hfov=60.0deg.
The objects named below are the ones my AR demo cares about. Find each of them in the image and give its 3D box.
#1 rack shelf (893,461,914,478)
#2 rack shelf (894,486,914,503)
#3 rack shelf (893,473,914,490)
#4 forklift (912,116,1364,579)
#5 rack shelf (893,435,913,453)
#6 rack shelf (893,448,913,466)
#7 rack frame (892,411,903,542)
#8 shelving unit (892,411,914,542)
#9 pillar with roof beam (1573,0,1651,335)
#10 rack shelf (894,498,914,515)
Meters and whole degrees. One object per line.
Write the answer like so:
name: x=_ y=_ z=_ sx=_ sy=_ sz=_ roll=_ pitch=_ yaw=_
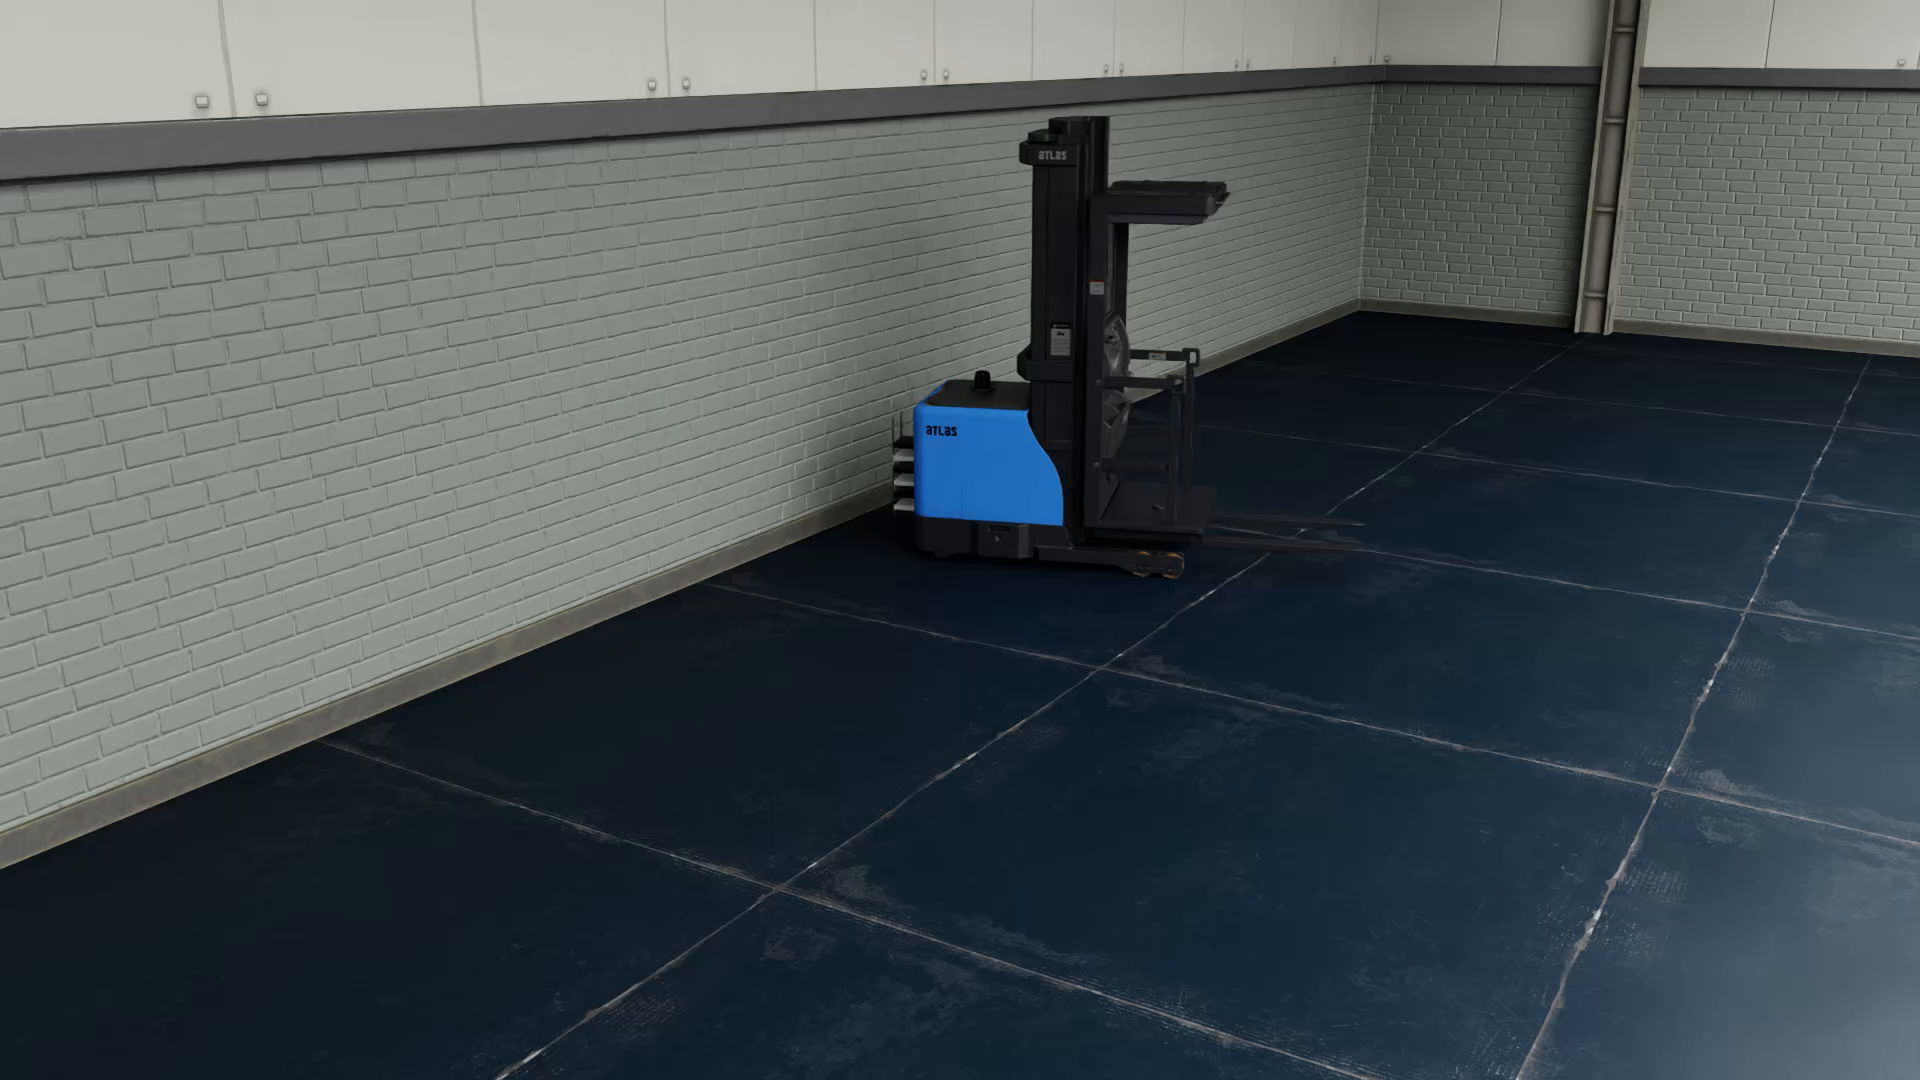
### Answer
rack shelf: x=-0.344 y=-0.501 z=11.786 sx=0.200 sy=0.077 sz=0.258 roll=4 pitch=17 yaw=12
rack shelf: x=-0.344 y=-0.328 z=11.838 sx=0.200 sy=0.077 sz=0.258 roll=4 pitch=17 yaw=12
rack shelf: x=-0.344 y=-0.415 z=11.812 sx=0.200 sy=0.077 sz=0.258 roll=4 pitch=17 yaw=12
forklift: x=1.243 y=-1.315 z=11.167 sx=3.031 sy=2.935 sz=1.130 roll=4 pitch=17 yaw=12
rack shelf: x=-0.344 y=-0.673 z=11.734 sx=0.200 sy=0.077 sz=0.258 roll=4 pitch=17 yaw=12
rack shelf: x=-0.344 y=-0.587 z=11.760 sx=0.200 sy=0.077 sz=0.258 roll=4 pitch=17 yaw=12
rack frame: x=-0.443 y=-0.453 z=11.825 sx=0.006 sy=0.900 sz=0.240 roll=4 pitch=17 yaw=12
shelving unit: x=-0.344 y=-0.446 z=11.803 sx=0.210 sy=0.900 sz=0.258 roll=4 pitch=17 yaw=12
pillar with roof beam: x=5.446 y=-5.772 z=15.402 sx=0.400 sy=9.000 sz=9.100 roll=10 pitch=20 yaw=30
rack shelf: x=-0.344 y=-0.242 z=11.865 sx=0.200 sy=0.077 sz=0.258 roll=4 pitch=17 yaw=12
